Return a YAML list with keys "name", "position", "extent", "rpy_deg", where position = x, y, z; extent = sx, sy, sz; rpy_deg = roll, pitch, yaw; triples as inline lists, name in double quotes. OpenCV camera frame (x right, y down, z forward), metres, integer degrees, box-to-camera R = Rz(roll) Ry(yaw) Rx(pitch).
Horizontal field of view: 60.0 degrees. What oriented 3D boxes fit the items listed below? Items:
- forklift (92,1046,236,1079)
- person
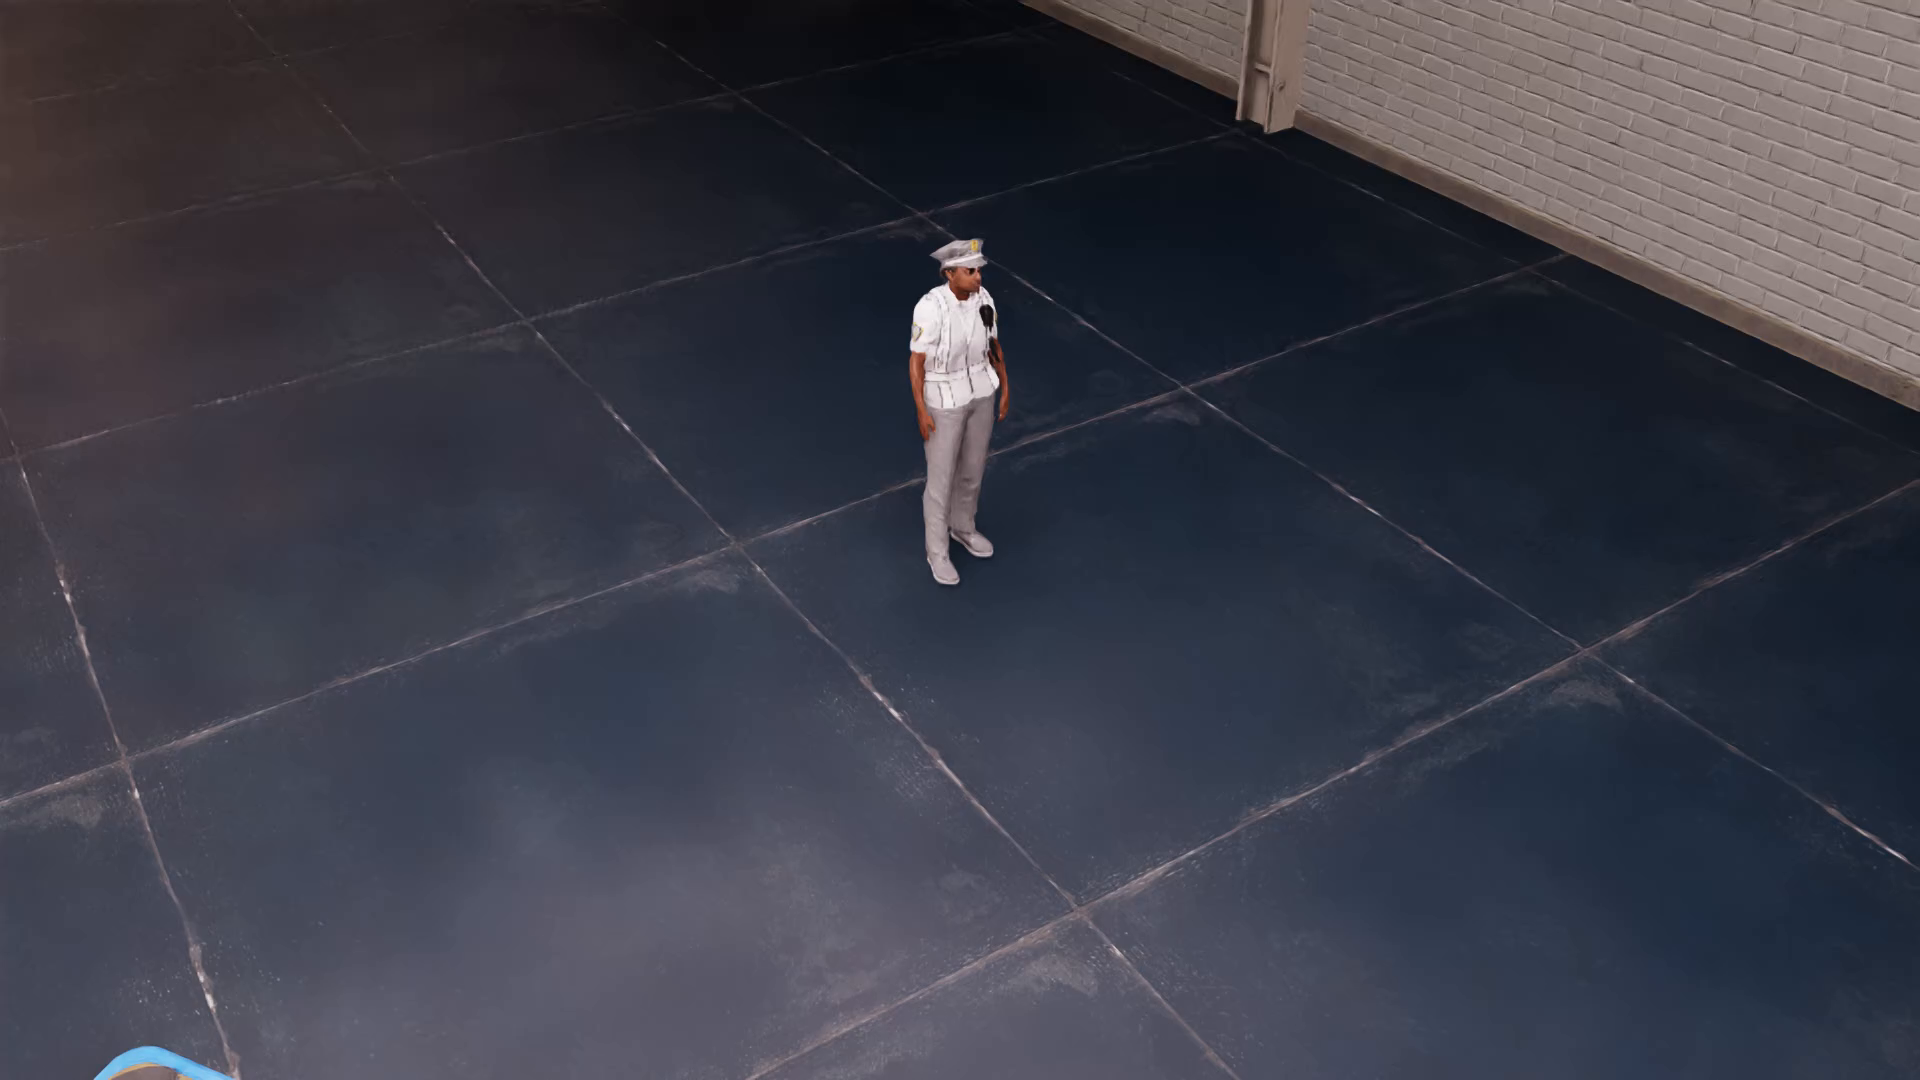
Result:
- name: "forklift"
  position: [-2.519, 2.004, 3.296]
  extent: [1.130, 2.935, 3.031]
  rpy_deg: [14, 37, 19]
- name: "person"
  position: [0.025, -0.658, 8.145]
  extent: [0.570, 1.695, 0.529]
  rpy_deg: [-21, 40, -27]
